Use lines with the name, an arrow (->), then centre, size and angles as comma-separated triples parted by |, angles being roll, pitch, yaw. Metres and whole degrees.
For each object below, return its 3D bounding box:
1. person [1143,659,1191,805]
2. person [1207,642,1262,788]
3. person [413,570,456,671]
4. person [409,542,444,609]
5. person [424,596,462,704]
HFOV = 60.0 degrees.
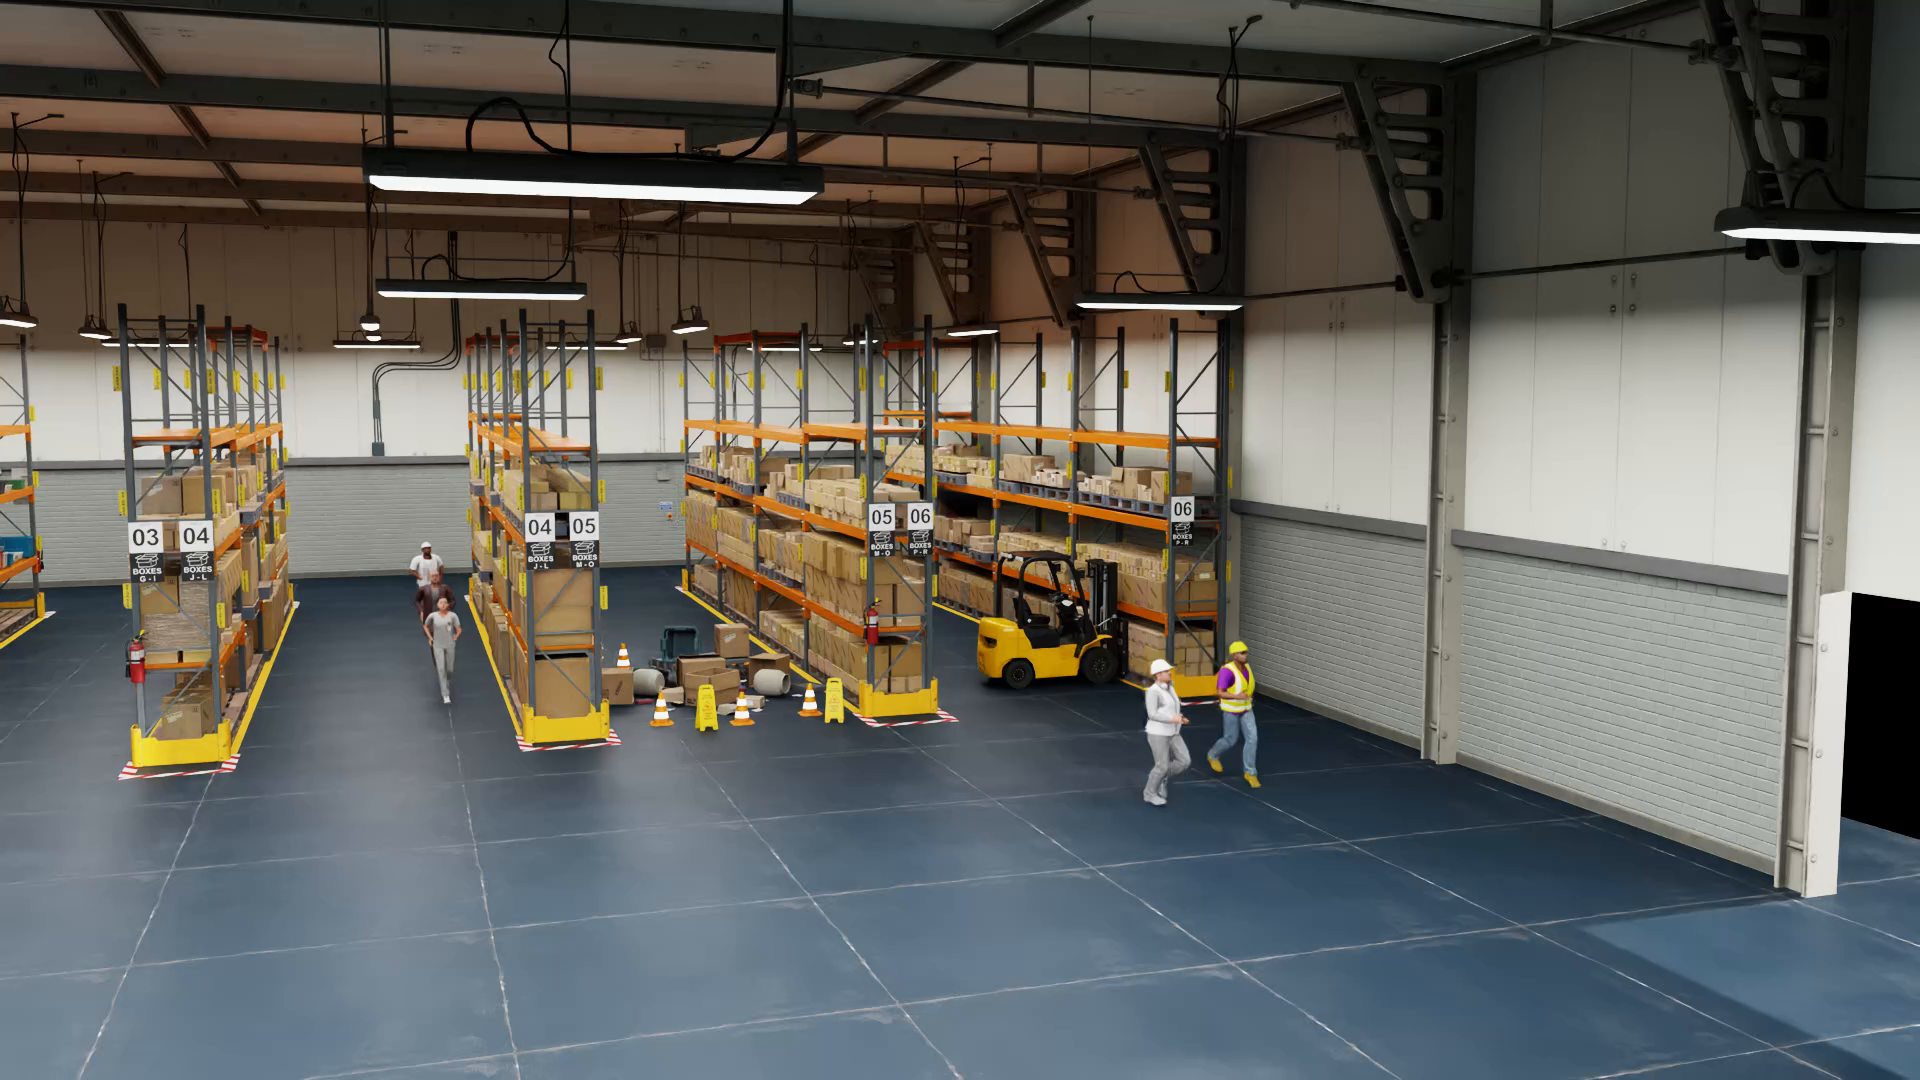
person -> 2.453, 2.271, 19.643 | 0.603, 1.732, 0.643 | 4, 7, 37
person -> 3.438, 2.167, 20.826 | 0.729, 1.828, 0.911 | -4, 7, -38
person -> -9.154, 1.384, 29.015 | 0.704, 1.735, 0.724 | -2, 6, -22
person -> -10.893, 0.904, 34.035 | 0.700, 1.737, 0.633 | -2, 6, -23
person -> -8.157, 1.700, 26.261 | 0.567, 1.667, 0.867 | -2, 6, -21
